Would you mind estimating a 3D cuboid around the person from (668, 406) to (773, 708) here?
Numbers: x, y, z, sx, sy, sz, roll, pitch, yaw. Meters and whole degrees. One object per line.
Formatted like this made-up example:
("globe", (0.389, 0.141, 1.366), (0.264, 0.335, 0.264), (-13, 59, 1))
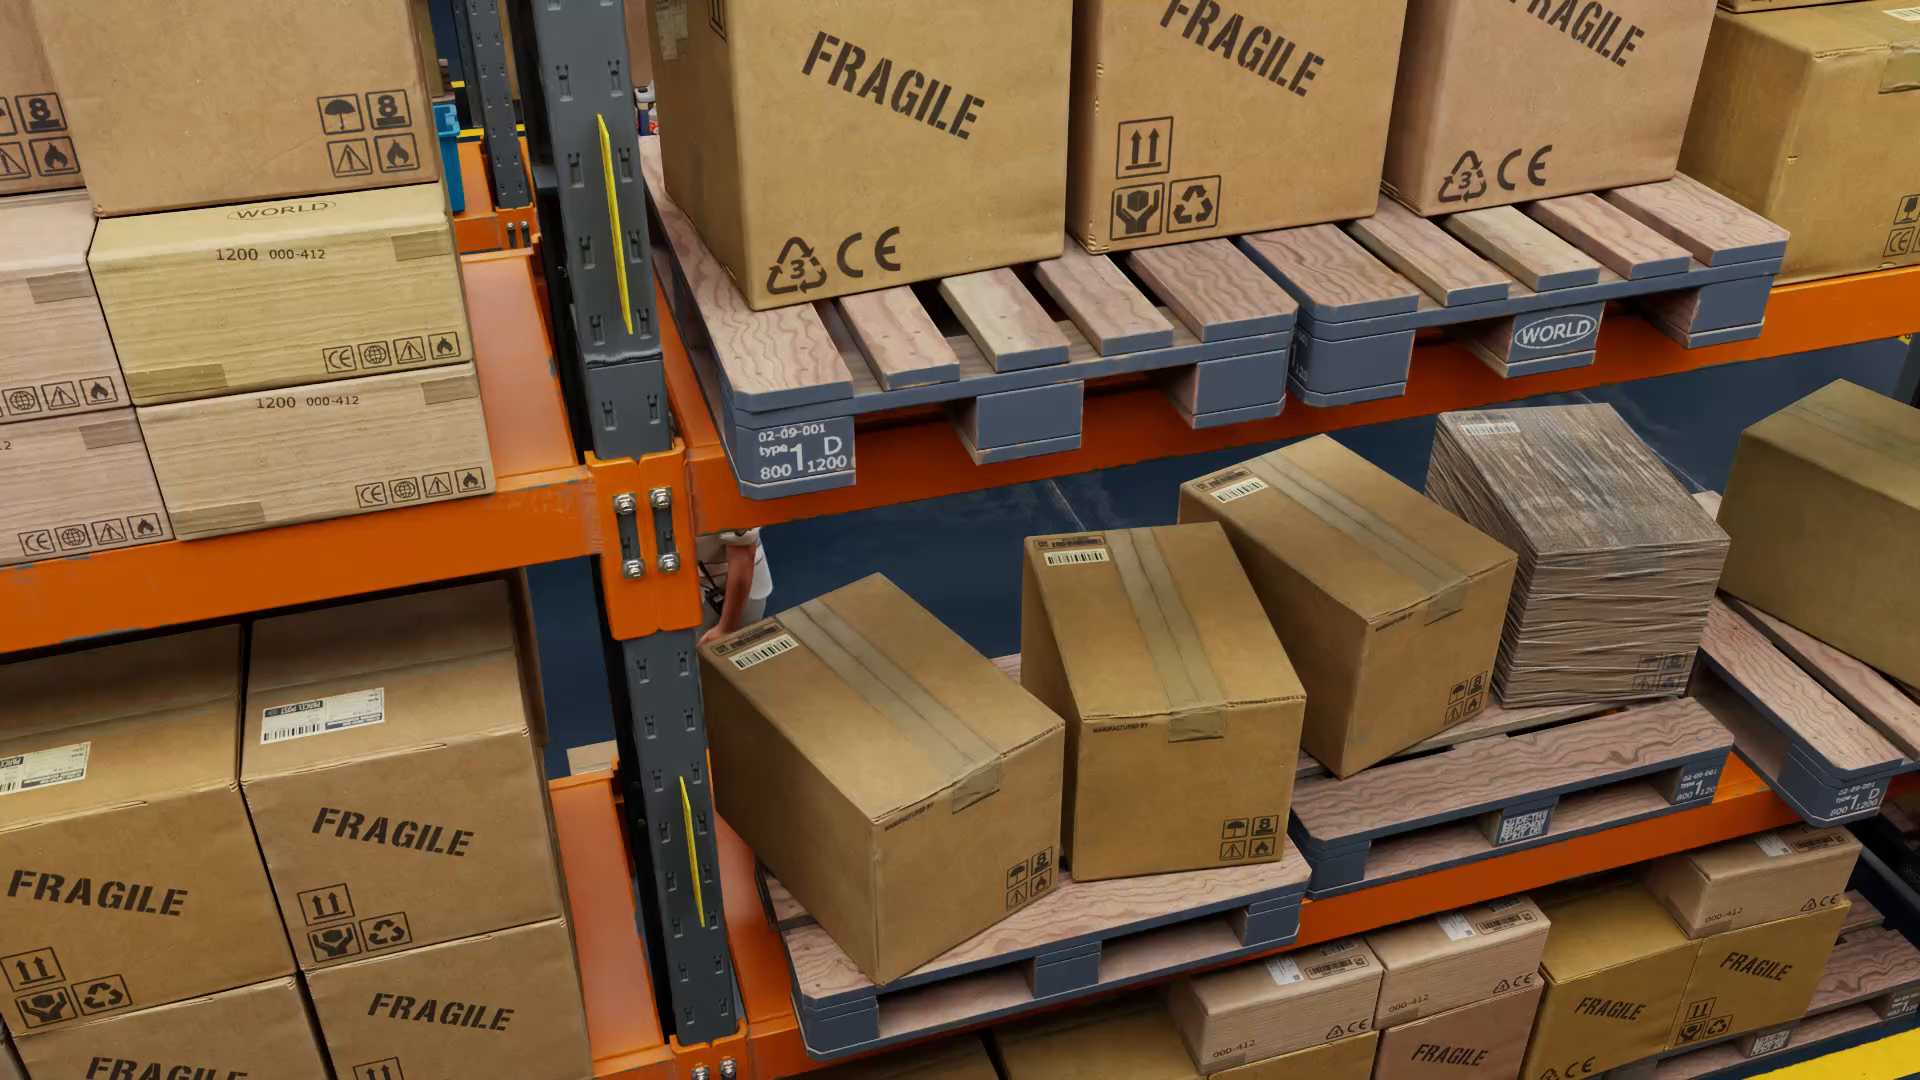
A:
("person", (-0.924, 0.189, 5.837), (0.771, 1.717, 0.581), (-13, 36, -19))
